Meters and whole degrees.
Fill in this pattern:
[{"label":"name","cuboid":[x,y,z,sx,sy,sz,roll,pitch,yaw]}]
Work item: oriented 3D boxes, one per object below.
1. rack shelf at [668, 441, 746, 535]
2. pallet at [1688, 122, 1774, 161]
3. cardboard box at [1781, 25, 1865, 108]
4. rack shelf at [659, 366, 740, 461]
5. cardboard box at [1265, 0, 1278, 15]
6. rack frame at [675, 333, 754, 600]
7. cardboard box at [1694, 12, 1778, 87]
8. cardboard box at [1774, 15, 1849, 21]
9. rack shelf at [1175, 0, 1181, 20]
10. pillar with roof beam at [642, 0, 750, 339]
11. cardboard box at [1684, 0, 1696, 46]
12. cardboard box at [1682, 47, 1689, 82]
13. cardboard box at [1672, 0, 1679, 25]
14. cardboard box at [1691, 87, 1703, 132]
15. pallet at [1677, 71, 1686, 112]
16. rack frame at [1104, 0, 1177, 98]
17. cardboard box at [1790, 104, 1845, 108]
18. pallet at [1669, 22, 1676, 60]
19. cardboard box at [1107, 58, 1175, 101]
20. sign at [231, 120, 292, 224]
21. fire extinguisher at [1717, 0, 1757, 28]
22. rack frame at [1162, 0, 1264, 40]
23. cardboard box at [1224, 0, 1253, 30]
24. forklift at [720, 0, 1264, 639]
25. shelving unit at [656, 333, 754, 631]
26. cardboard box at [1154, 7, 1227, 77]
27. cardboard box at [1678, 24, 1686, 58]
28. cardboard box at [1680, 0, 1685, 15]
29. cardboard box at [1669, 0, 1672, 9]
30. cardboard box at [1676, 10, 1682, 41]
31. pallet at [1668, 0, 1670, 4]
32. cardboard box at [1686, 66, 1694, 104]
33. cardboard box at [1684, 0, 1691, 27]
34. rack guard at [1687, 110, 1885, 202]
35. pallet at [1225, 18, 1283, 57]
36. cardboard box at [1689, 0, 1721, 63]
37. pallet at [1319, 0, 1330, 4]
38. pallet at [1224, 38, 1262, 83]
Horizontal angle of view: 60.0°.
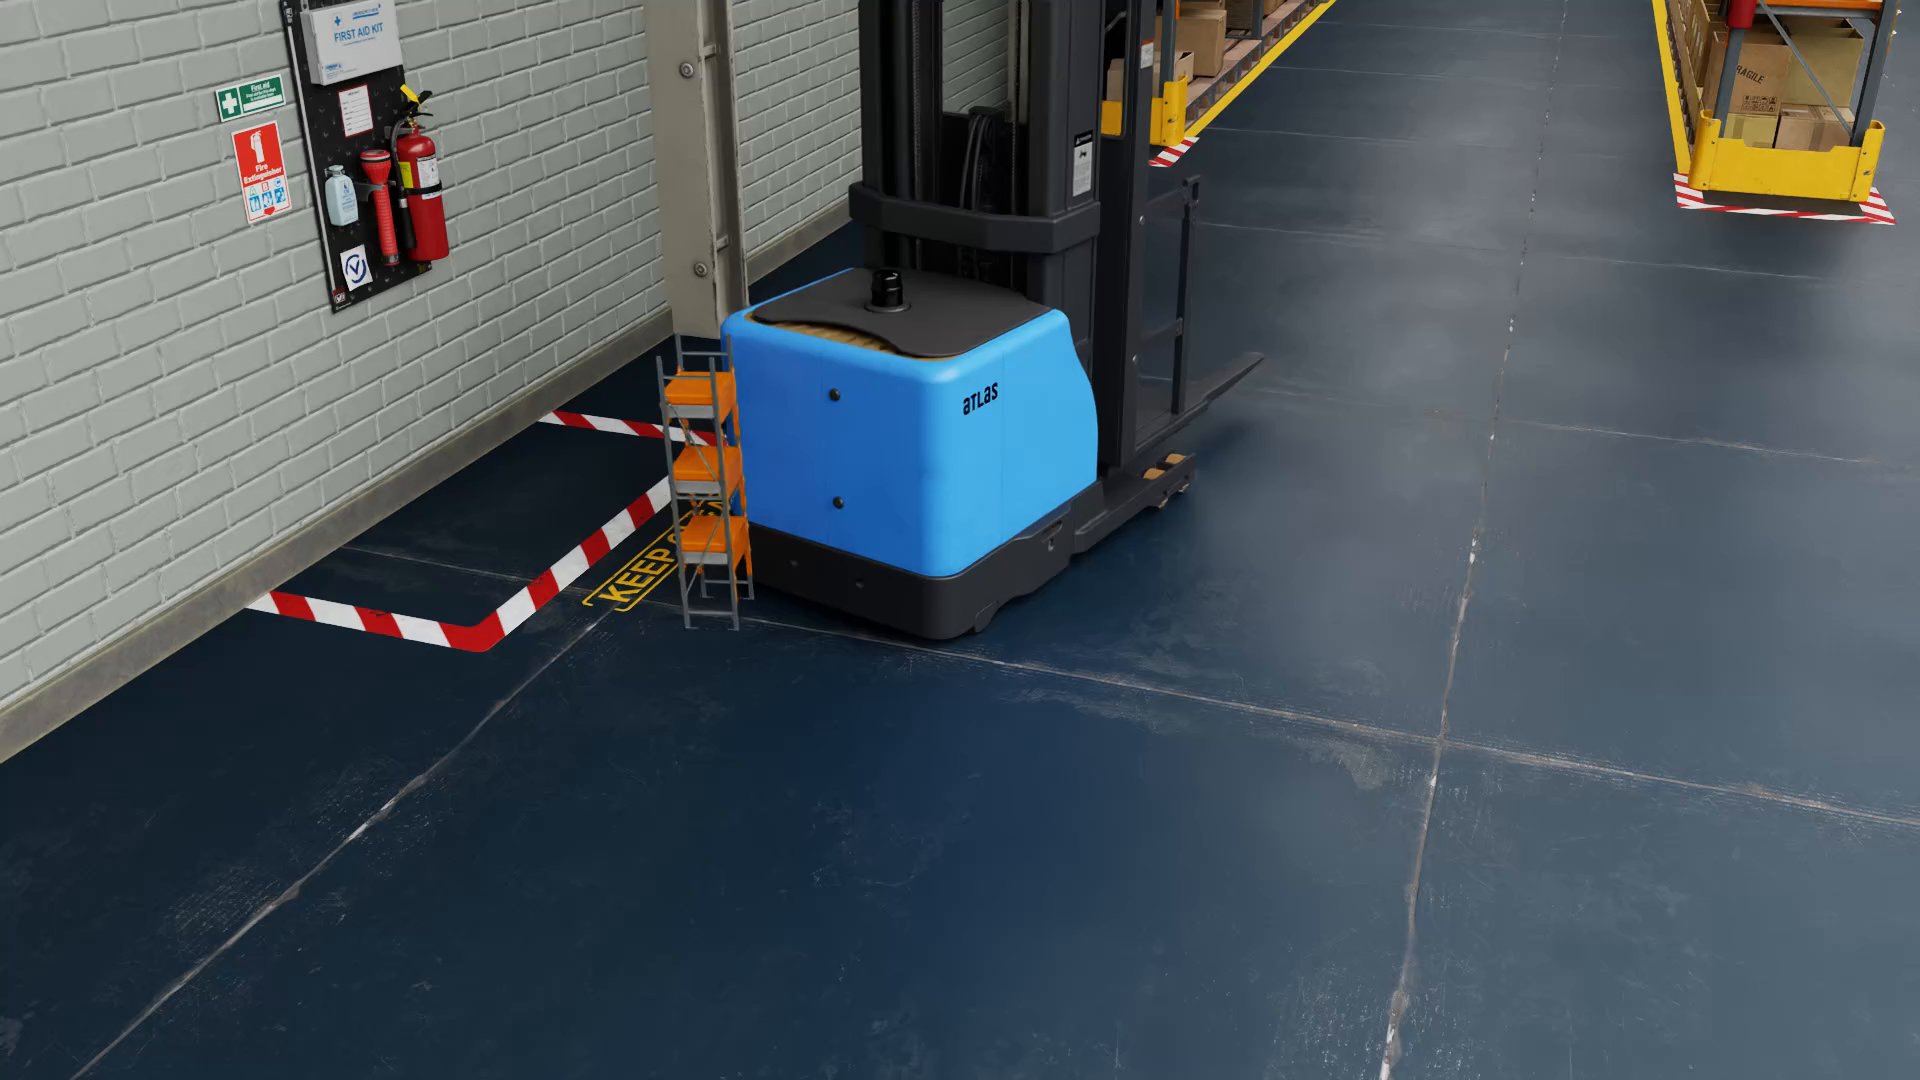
[{"label":"rack shelf","cuboid":[-0.902,-0.188,5.952,0.215,0.259,0.240,2,26,6]},{"label":"pallet","cuboid":[6.081,-2.940,12.580,1.003,0.211,1.213,9,27,17]},{"label":"cardboard box","cuboid":[6.419,-3.557,12.468,0.500,0.500,0.500,9,27,17]},{"label":"rack shelf","cuboid":[-0.909,-0.444,5.829,0.215,0.259,0.240,2,26,6]},{"label":"cardboard box","cuboid":[3.087,-6.036,18.139,0.700,0.500,0.500,9,27,18]},{"label":"rack frame","cuboid":[-0.889,-0.251,6.057,0.200,1.050,0.008,2,26,6]},{"label":"cardboard box","cuboid":[6.083,-3.840,13.052,0.500,0.500,0.500,9,27,17]},{"label":"cardboard box","cuboid":[6.756,-3.968,13.316,0.500,0.500,0.500,9,27,17]},{"label":"rack shelf","cuboid":[1.859,-5.090,14.645,1.077,0.370,4.000,9,27,17]},{"label":"pillar with roof beam","cuboid":[2.674,-4.615,5.955,9.100,9.000,0.400,9,27,17]},{"label":"cardboard box","cuboid":[6.748,-4.662,14.750,0.500,0.500,0.500,9,27,17]},{"label":"cardboard box","cuboid":[6.586,-4.118,14.487,0.500,0.250,0.500,9,27,17]},{"label":"cardboard box","cuboid":[7.744,-5.520,17.382,0.500,0.250,0.500,8,27,16]},{"label":"cardboard box","cuboid":[5.921,-3.296,12.790,0.500,0.250,0.500,9,27,17]},{"label":"pallet","cuboid":[6.893,-3.943,14.651,1.003,0.211,1.213,9,27,17]},{"label":"rack frame","cuboid":[1.194,-4.591,12.791,1.000,3.000,0.127,9,27,17]},{"label":"cardboard box","cuboid":[6.418,-3.220,12.632,0.500,0.250,0.500,9,27,17]},{"label":"pallet","cuboid":[7.810,-5.075,16.989,1.003,0.211,1.213,9,27,17]},{"label":"cardboard box","cuboid":[1.509,-3.851,13.841,0.500,0.311,0.500,6,26,12]},{"label":"sign","cuboid":[-2.525,-1.333,6.019,0.001,0.329,0.234,9,27,17]},{"label":"fire extinguisher","cuboid":[5.389,-3.859,11.366,0.296,0.674,0.183,9,27,17]},{"label":"rack frame","cuboid":[2.525,-6.235,16.186,1.000,3.000,0.127,9,27,17]},{"label":"cardboard box","cuboid":[2.754,-5.613,17.264,0.700,0.500,0.500,10,27,19]},{"label":"forklift","cuboid":[0.364,-1.560,6.608,1.130,2.935,3.031,16,30,30]},{"label":"shelving unit","cuboid":[-0.902,-0.198,5.948,0.215,1.050,0.252,2,26,6]},{"label":"cardboard box","cuboid":[1.990,-4.464,14.892,0.700,0.500,0.500,7,27,14]},{"label":"cardboard box","cuboid":[7.062,-4.682,15.652,0.500,0.250,0.500,8,27,17]},{"label":"cardboard box","cuboid":[7.397,-5.350,16.387,0.500,0.311,0.500,9,27,17]},{"label":"cardboard box","cuboid":[8.077,-5.941,18.252,0.500,0.250,0.500,9,27,17]},{"label":"cardboard box","cuboid":[7.402,-5.100,16.515,0.500,0.250,0.500,9,27,19]},{"label":"pallet","cuboid":[9.220,-6.708,20.362,1.003,0.211,1.213,9,27,17]},{"label":"cardboard box","cuboid":[6.254,-3.707,13.638,0.500,0.250,0.500,9,27,17]},{"label":"cardboard box","cuboid":[7.062,-4.930,15.520,0.500,0.311,0.500,9,27,17]},{"label":"rack guard","cuboid":[5.858,-2.740,11.835,1.175,0.500,0.348,9,27,17]},{"label":"pallet","cuboid":[2.783,-5.300,17.455,1.003,0.211,1.213,9,27,17]},{"label":"cardboard box","cuboid":[6.415,-4.251,13.901,0.500,0.500,0.500,9,27,17]},{"label":"pallet","cuboid":[4.189,-6.937,20.835,1.003,0.211,1.213,9,27,17]},{"label":"pallet","cuboid":[2.335,-4.699,16.213,1.003,0.211,1.213,9,27,17]}]
